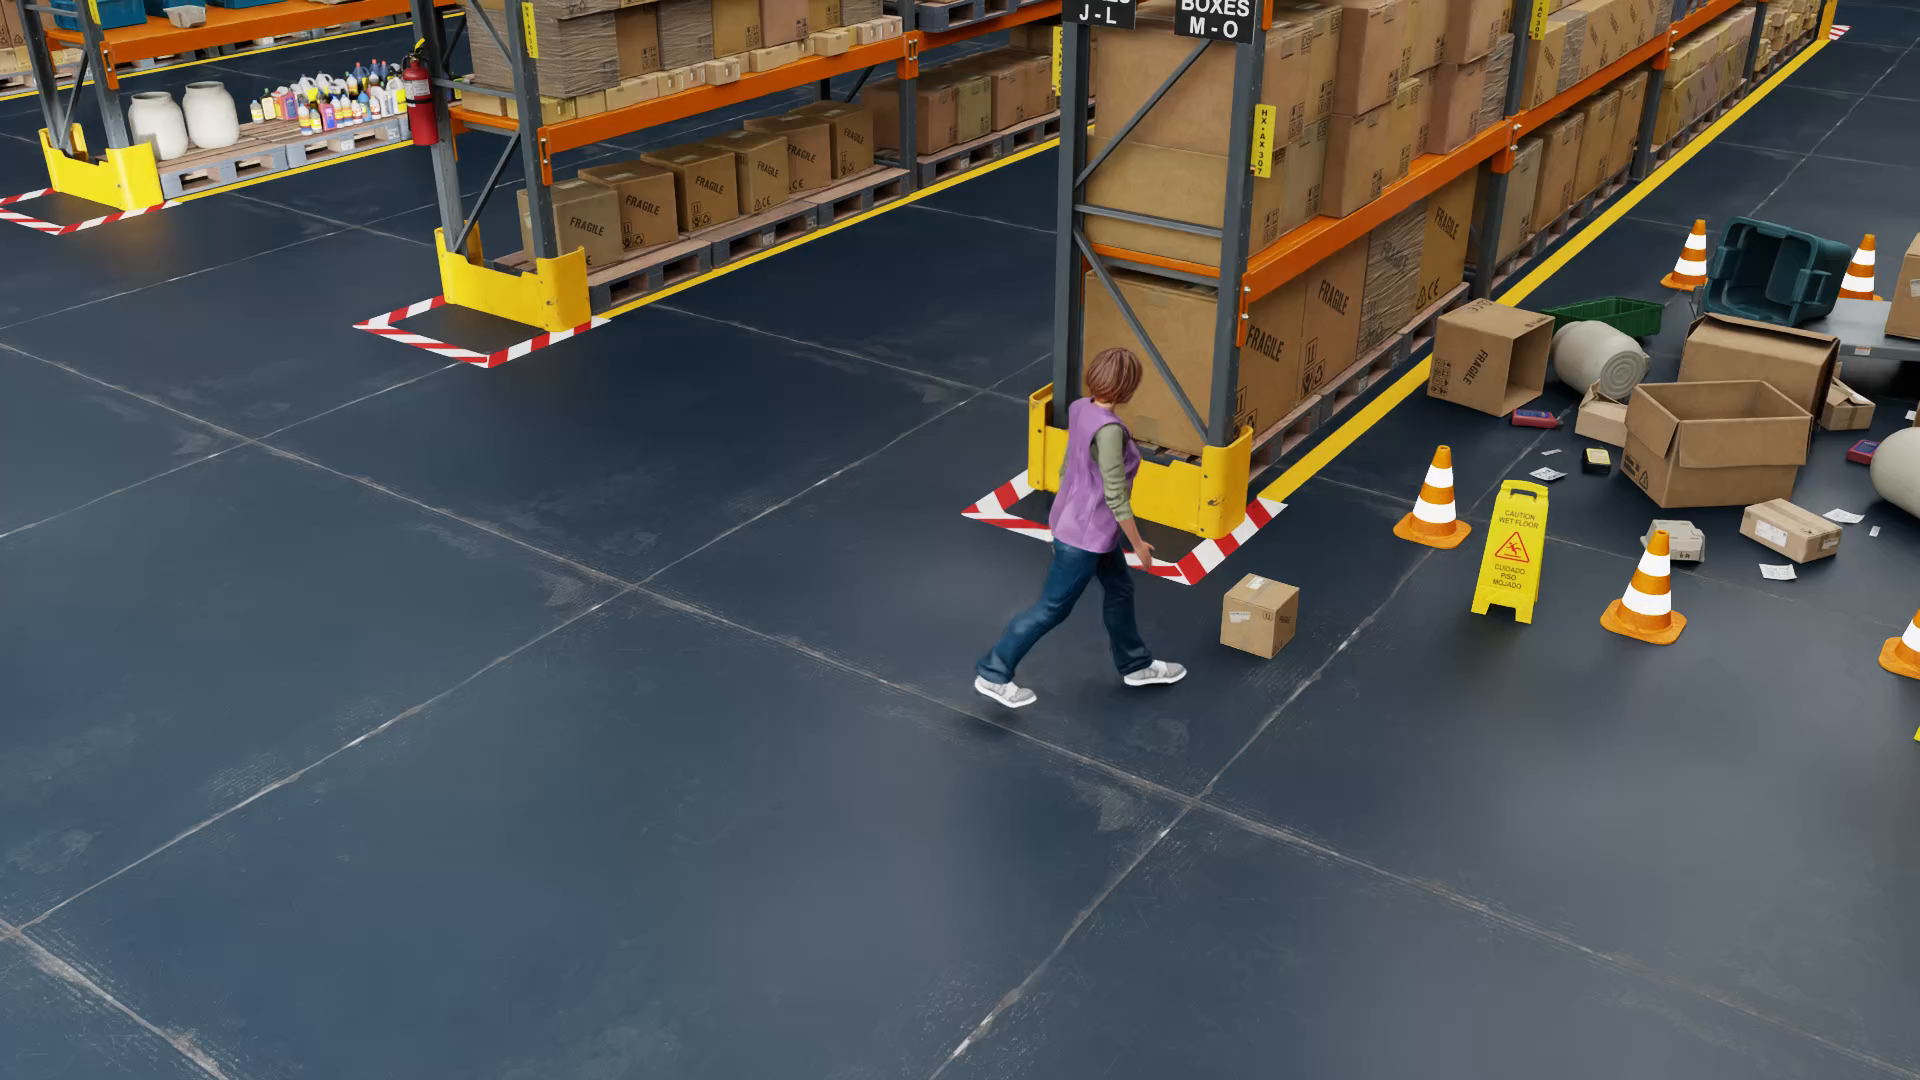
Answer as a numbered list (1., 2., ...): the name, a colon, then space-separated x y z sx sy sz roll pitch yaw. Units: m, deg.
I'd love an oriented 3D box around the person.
1. person: 0.519 -0.029 6.693 0.916 1.541 0.396 -1 27 -2
